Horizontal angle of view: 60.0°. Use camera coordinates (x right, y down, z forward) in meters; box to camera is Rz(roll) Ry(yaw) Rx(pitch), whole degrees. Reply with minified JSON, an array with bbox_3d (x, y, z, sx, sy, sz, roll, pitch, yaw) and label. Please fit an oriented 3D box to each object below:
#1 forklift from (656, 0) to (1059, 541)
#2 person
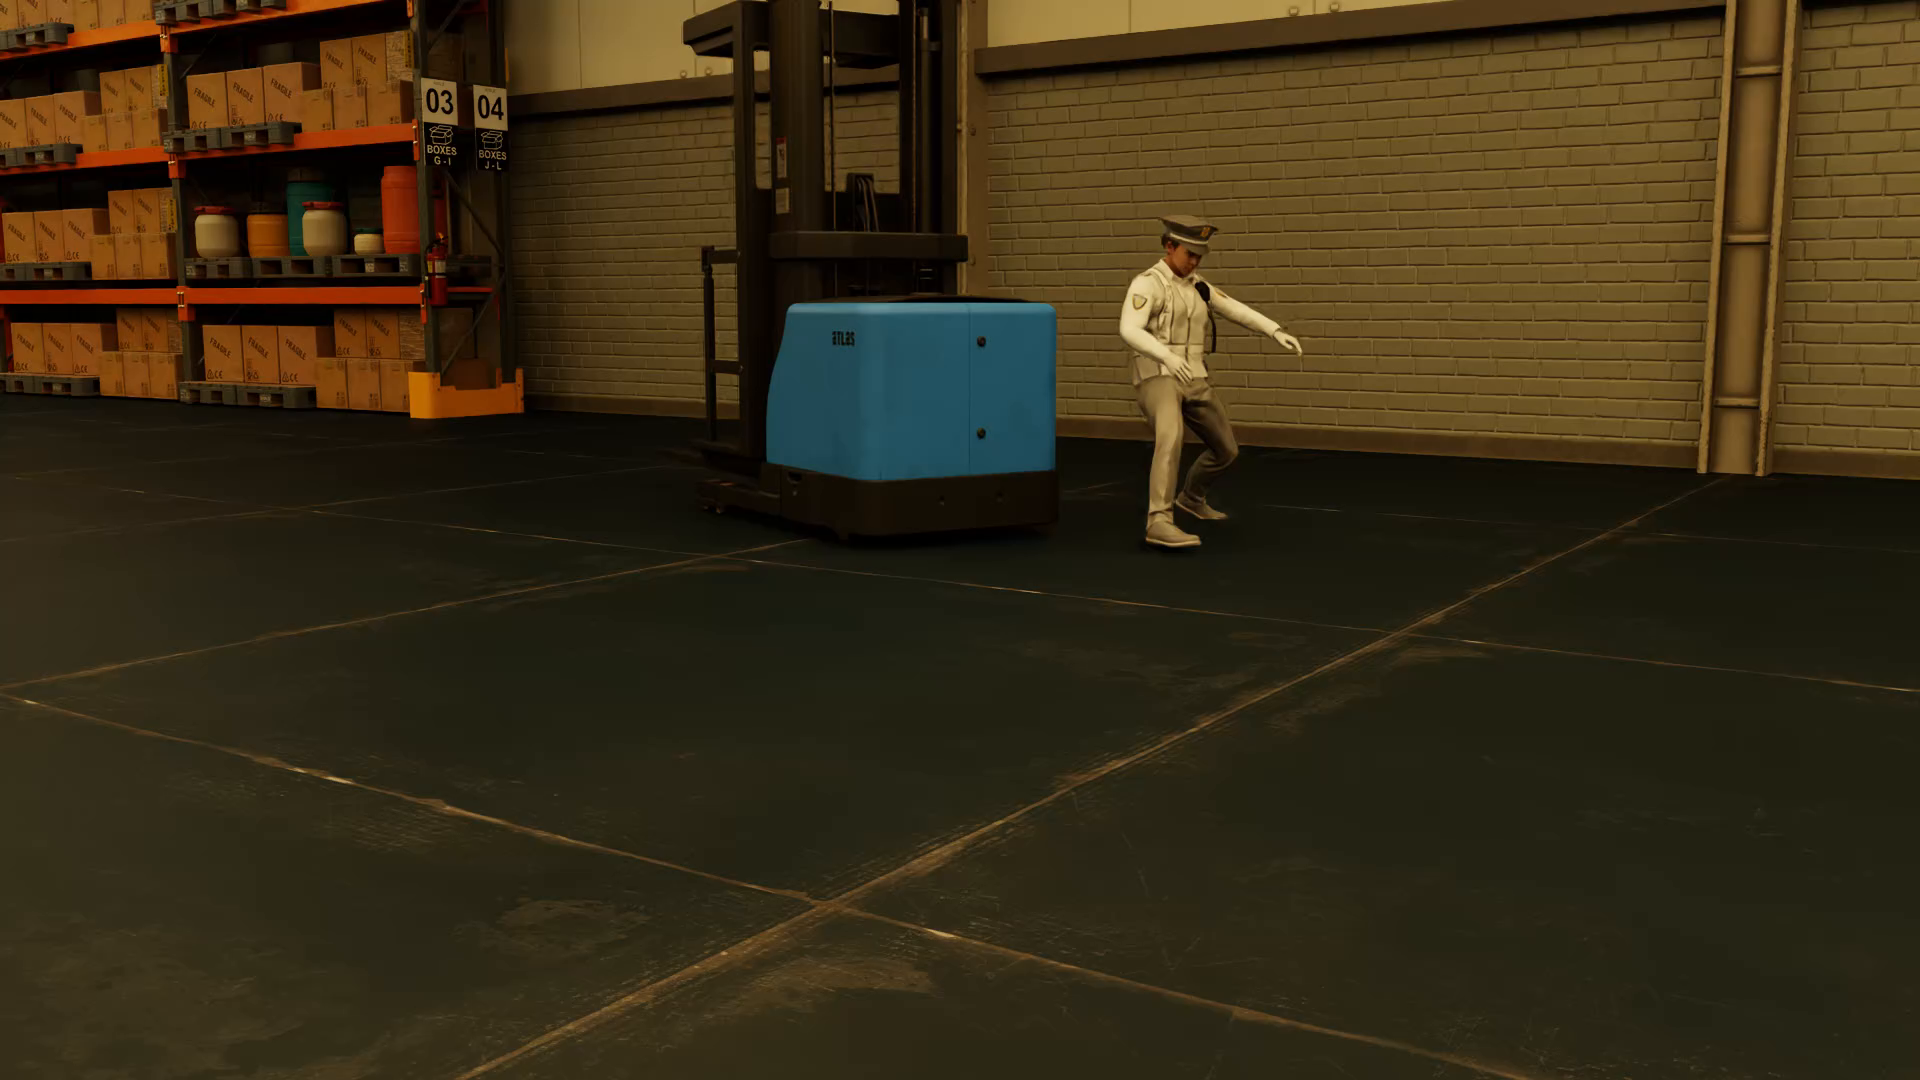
[{"bbox_3d":[-0.730,-1.612,8.526,1.130,2.935,3.031,-5,9,-31],"label":"forklift"},{"bbox_3d":[1.105,-0.743,7.703,1.064,1.502,0.954,-6,10,-37],"label":"person"}]
